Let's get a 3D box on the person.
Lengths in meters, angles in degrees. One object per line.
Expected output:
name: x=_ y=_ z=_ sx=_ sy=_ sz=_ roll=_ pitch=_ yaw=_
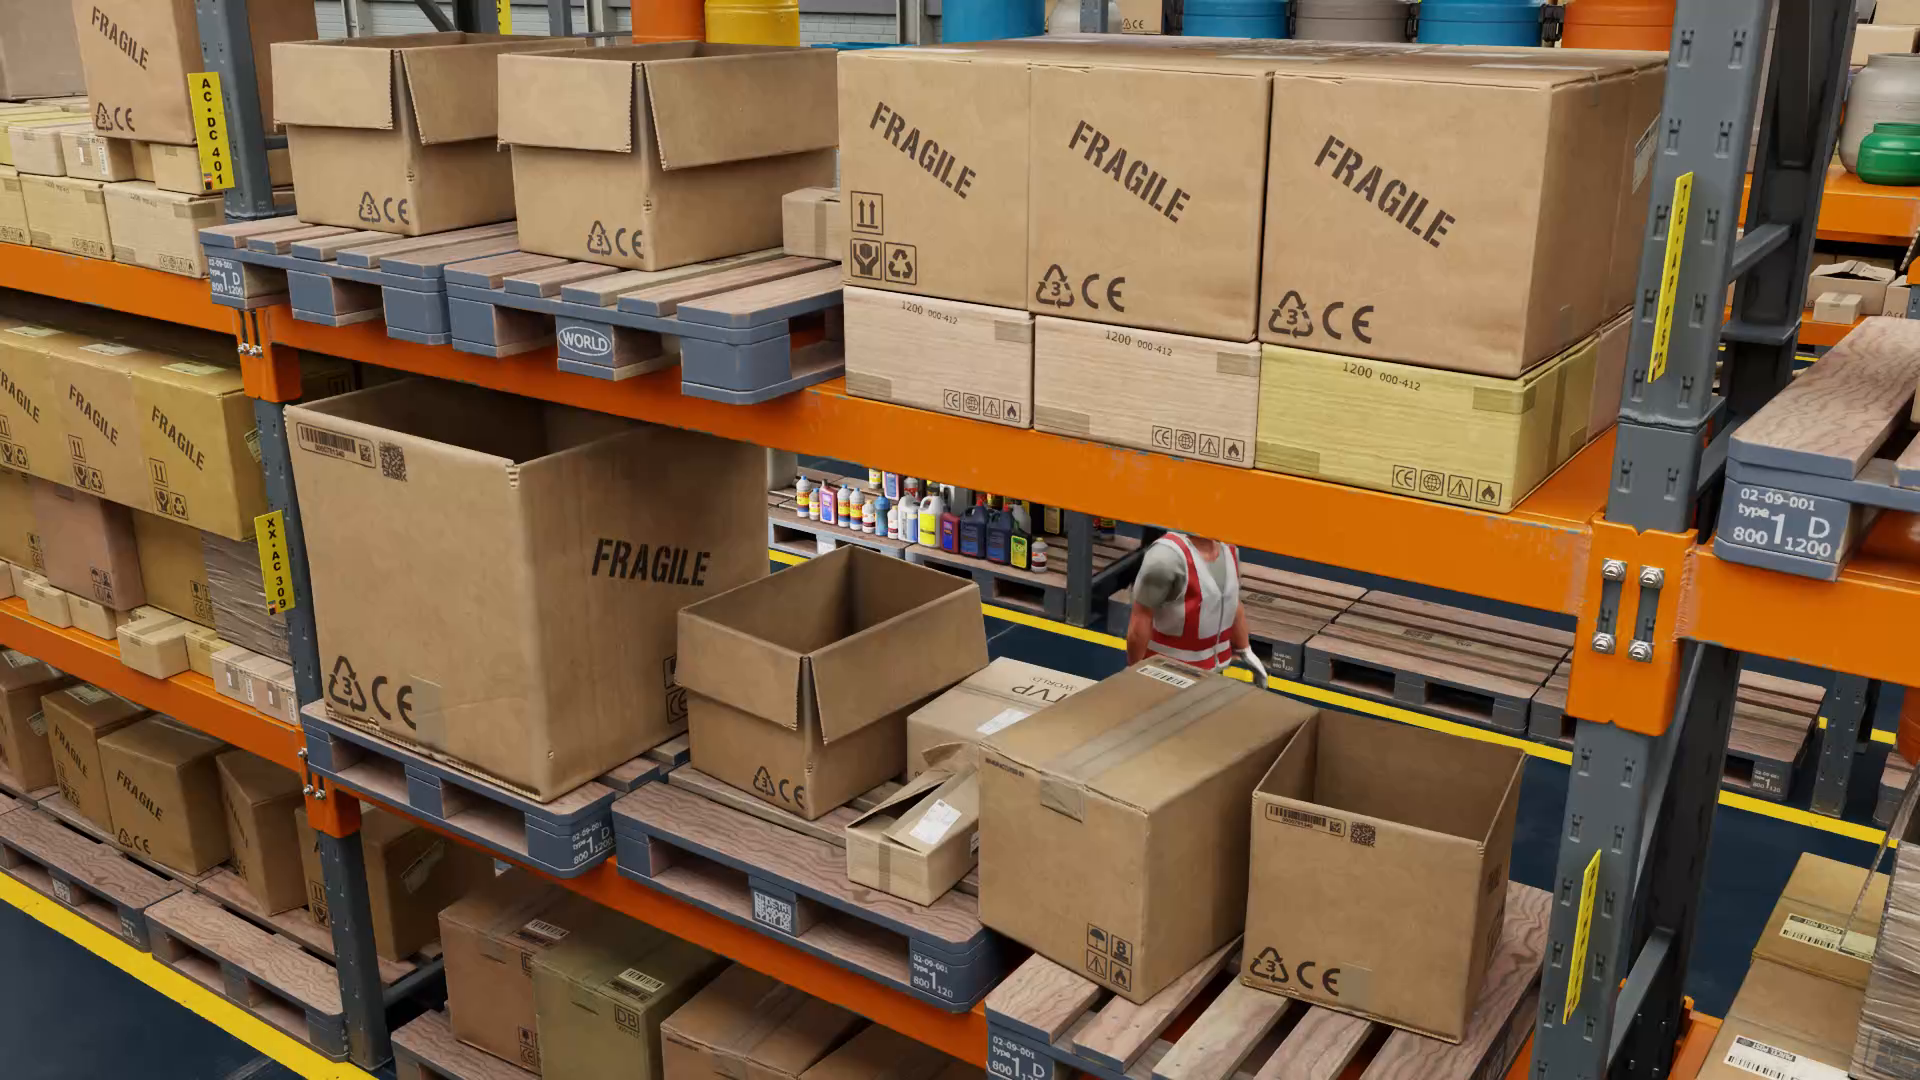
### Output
person: x=0.953 y=0.564 z=6.966 sx=0.563 sy=1.841 sz=0.586 roll=18 pitch=26 yaw=40
